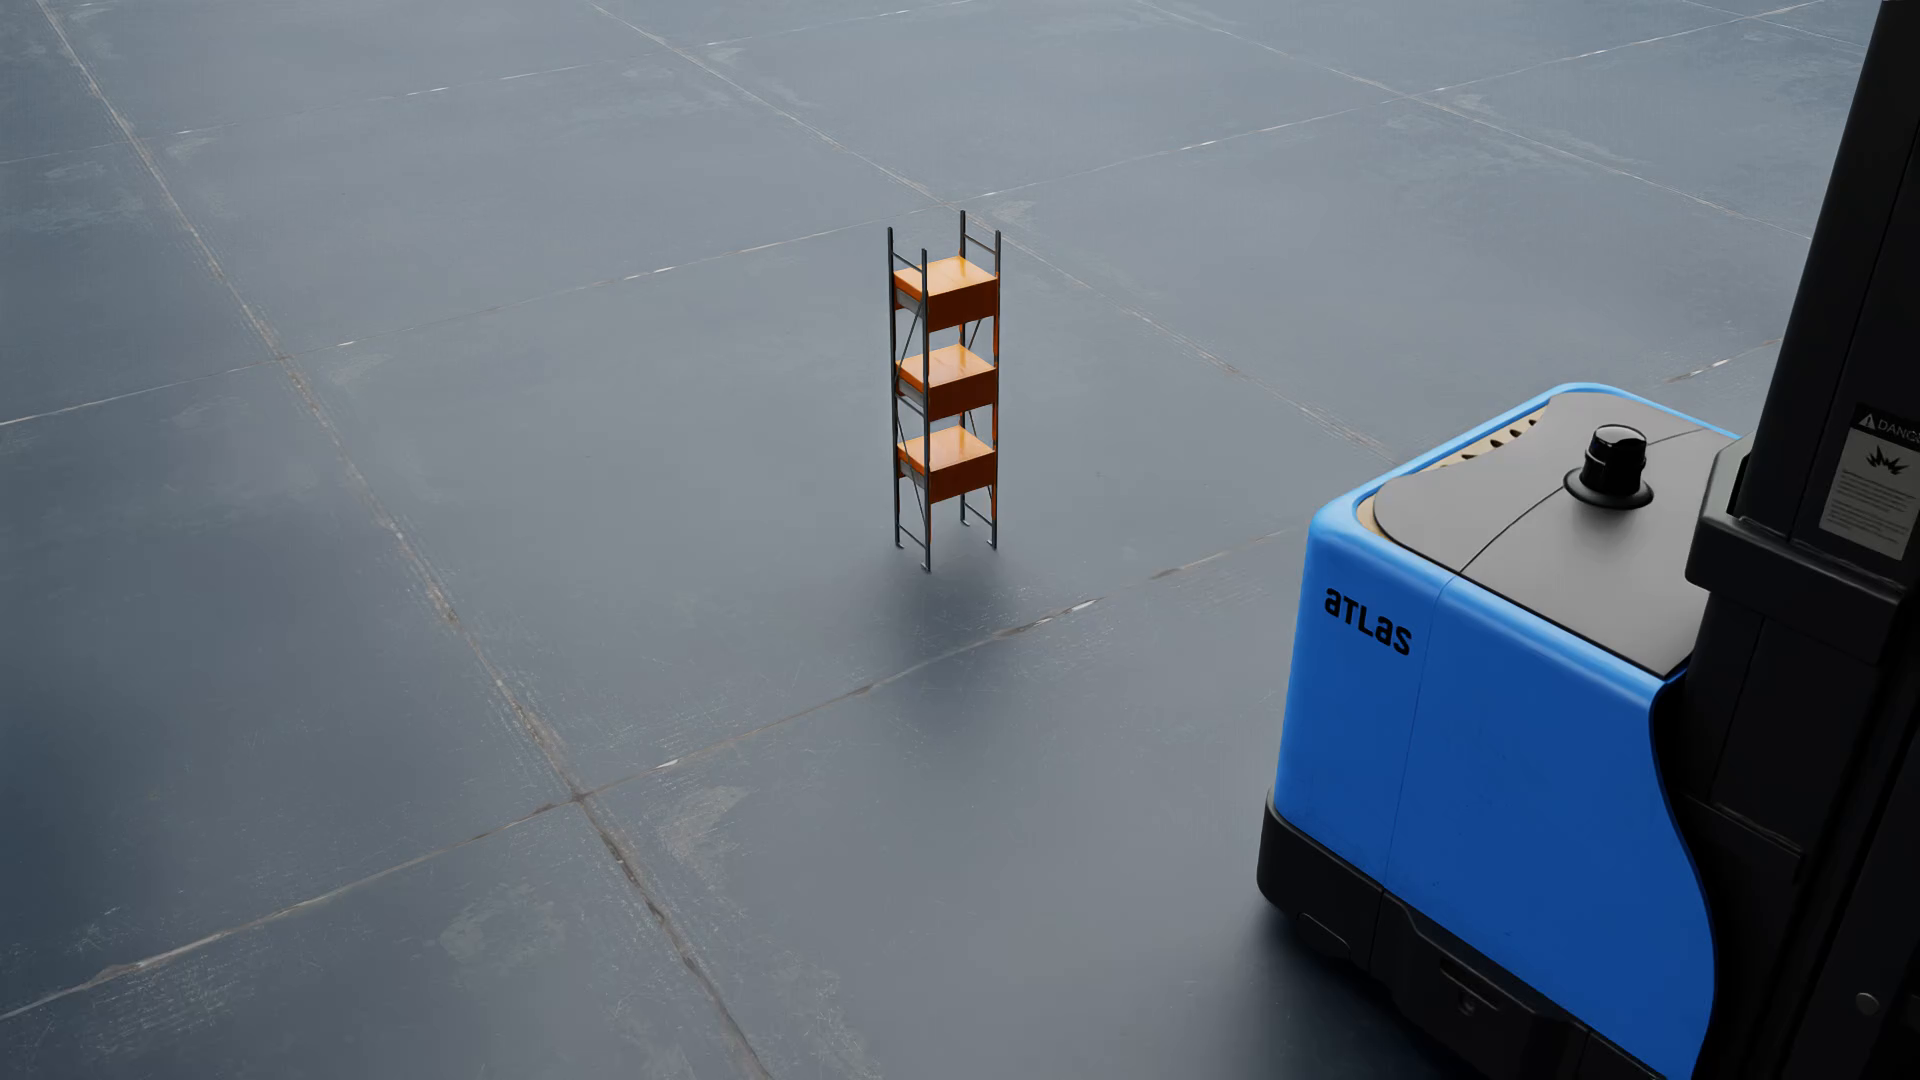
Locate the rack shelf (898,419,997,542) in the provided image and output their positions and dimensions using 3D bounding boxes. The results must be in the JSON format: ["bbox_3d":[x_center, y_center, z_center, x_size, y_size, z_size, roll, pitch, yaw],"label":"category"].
[{"bbox_3d":[-0.045,-0.185,5.099,0.240,0.259,0.215,-19,37,-27],"label":"rack shelf"}]

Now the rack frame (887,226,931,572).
[{"bbox_3d":[-0.148,-0.393,4.889,0.008,1.050,0.200,-19,37,-27],"label":"rack frame"}]

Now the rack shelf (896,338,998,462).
[{"bbox_3d":[-0.045,-0.420,4.951,0.240,0.259,0.215,-19,37,-27],"label":"rack shelf"}]

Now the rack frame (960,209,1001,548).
[{"bbox_3d":[0.058,-0.464,5.001,0.008,1.050,0.200,-19,37,-27],"label":"rack frame"}]

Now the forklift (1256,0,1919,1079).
[{"bbox_3d":[2.018,0.049,2.426,1.130,2.935,3.031,-24,39,-33],"label":"forklift"}]

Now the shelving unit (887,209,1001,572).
[{"bbox_3d":[-0.045,-0.429,4.945,0.252,1.050,0.215,-19,37,-27],"label":"shelving unit"}]

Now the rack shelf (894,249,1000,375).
[{"bbox_3d":[-0.045,-0.660,4.800,0.240,0.259,0.215,-19,37,-27],"label":"rack shelf"}]
